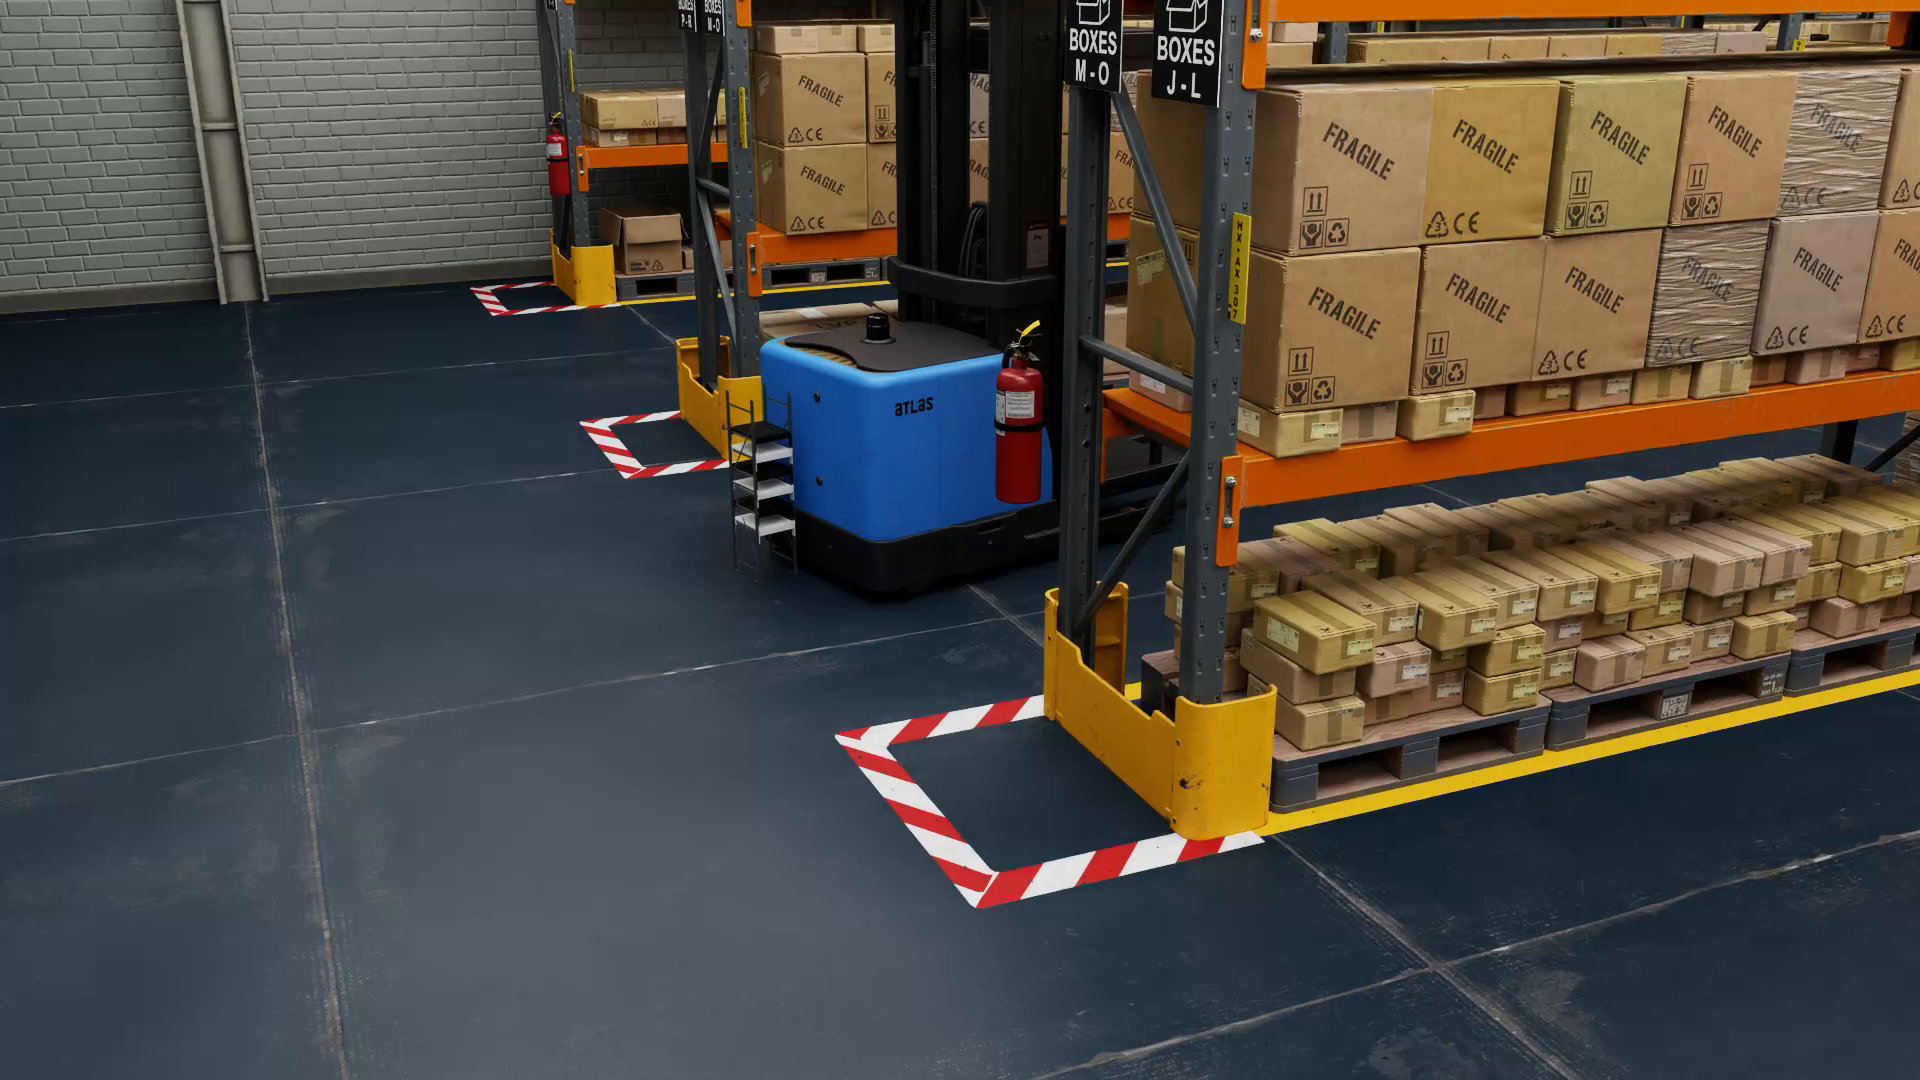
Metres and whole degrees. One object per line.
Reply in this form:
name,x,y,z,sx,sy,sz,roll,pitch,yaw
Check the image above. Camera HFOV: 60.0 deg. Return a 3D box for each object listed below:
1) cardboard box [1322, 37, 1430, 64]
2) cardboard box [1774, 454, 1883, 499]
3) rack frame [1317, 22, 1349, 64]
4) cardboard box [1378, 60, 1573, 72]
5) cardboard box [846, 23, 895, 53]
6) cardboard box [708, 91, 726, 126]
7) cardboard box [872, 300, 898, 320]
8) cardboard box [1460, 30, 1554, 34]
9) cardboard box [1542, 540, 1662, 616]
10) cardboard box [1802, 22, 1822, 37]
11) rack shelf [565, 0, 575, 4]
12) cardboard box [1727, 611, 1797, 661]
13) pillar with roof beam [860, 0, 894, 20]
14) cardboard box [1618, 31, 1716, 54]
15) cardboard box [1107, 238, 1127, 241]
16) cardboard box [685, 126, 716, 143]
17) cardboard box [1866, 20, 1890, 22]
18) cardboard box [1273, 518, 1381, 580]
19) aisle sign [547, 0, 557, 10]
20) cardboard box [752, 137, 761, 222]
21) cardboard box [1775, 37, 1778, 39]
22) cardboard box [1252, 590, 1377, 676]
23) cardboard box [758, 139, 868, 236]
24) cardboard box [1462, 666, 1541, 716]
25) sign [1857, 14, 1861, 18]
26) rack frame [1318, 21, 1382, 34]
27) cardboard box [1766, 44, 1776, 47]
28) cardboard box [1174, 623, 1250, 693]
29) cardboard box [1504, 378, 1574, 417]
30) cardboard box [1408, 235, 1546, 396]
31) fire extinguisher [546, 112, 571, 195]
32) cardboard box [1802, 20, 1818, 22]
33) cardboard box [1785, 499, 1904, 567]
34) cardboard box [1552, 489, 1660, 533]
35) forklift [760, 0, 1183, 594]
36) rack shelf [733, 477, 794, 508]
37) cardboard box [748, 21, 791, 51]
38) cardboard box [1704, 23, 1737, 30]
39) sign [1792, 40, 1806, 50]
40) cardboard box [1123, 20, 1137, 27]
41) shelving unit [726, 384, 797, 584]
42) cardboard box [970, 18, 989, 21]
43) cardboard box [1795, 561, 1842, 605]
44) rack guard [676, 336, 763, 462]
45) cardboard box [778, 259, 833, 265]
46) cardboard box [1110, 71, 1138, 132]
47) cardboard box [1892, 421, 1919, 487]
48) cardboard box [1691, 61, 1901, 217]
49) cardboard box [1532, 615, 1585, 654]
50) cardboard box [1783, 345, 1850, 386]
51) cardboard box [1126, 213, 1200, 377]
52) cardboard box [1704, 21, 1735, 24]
cardboard box,2.766,-3.091,11.127,0.500,0.500,0.500,-8,21,-21
cardboard box,3.903,-0.257,7.501,0.250,0.149,0.380,-7,21,-20
rack frame,2.248,-2.602,11.395,0.127,3.000,1.000,-8,21,-22
cardboard box,1.889,-1.512,6.197,0.500,0.500,0.500,-7,21,-19
cardboard box,-0.493,-2.918,9.660,0.250,0.149,0.380,-7,21,-20
cardboard box,-1.944,-3.770,14.490,0.500,0.250,0.500,-9,21,-23
cardboard box,-0.021,-1.305,10.938,0.875,0.438,0.875,-8,21,-20
cardboard box,3.974,-3.460,12.175,0.500,0.500,0.500,-8,21,-21
cardboard box,2.445,0.142,6.366,0.250,0.149,0.380,-8,21,-21
cardboard box,9.645,-5.872,19.107,0.250,0.149,0.380,-8,21,-21
rack shelf,-1.558,-4.927,14.566,4.000,0.370,1.077,-8,21,-22
cardboard box,3.126,0.333,6.721,0.250,0.149,0.380,-8,21,-22
pillar with roof beam,0.987,-5.815,11.488,0.400,9.000,9.100,-8,21,-22
cardboard box,5.082,-3.429,12.088,0.500,0.500,0.500,-8,21,-21
cardboard box,1.297,-3.202,16.231,0.500,0.500,0.500,-8,21,-23
cardboard box,-2.285,-3.537,14.429,0.250,0.149,0.380,-7,21,-20
cardboard box,10.837,-6.034,19.567,0.250,0.149,0.380,-8,21,-22
cardboard box,1.455,0.051,6.624,0.250,0.149,0.380,-9,21,-23
aisle sign,-3.341,-4.716,13.486,0.004,0.787,0.394,-8,21,-22
cardboard box,-1.087,-2.267,10.293,0.500,0.500,0.500,-8,21,-22
cardboard box,9.208,-5.642,18.901,0.250,0.149,0.380,-9,21,-24
cardboard box,1.244,0.321,5.857,0.250,0.149,0.380,-9,21,-24
cardboard box,-0.870,-2.098,9.814,0.500,0.500,0.500,-8,21,-22
cardboard box,1.948,0.502,6.241,0.250,0.149,0.380,-8,21,-21
sign,11.083,-6.309,20.502,0.005,0.325,0.100,-8,21,-22
rack frame,3.951,-4.641,17.187,0.127,3.000,1.000,-8,21,-22
cardboard box,6.228,-3.658,13.164,0.500,0.500,0.500,-9,21,-23
cardboard box,1.029,0.434,6.432,0.250,0.149,0.380,-8,21,-21
cardboard box,1.984,-0.573,6.010,0.250,0.149,0.380,-8,21,-22
cardboard box,1.632,-0.820,5.735,0.500,0.500,0.500,-8,21,-22
fire extinguisher,-3.346,-3.216,13.817,0.183,0.674,0.296,-8,21,-22
cardboard box,9.948,-6.074,19.682,0.250,0.149,0.380,-7,21,-20
cardboard box,3.633,-0.033,6.863,0.250,0.149,0.380,-8,21,-22
cardboard box,2.700,-0.080,6.997,0.250,0.149,0.380,-9,21,-24
forklift,0.493,-1.510,8.398,3.031,2.935,1.130,-15,24,-35
rack shelf,-0.945,-0.238,7.943,0.200,0.077,0.258,-15,24,-36
cardboard box,-1.175,-3.009,9.917,0.250,0.149,0.380,-8,21,-21
cardboard box,8.469,-5.710,18.649,0.250,0.149,0.380,-9,21,-23
sign,6.144,-3.505,12.217,0.005,0.325,0.100,-8,21,-22
cardboard box,0.892,-3.140,10.291,0.250,0.149,0.380,-9,21,-23
shelving unit,-0.945,-0.269,7.932,0.210,0.900,0.258,-15,24,-36
cardboard box,0.224,-3.222,10.523,0.250,0.149,0.380,-7,21,-20
cardboard box,3.387,0.122,6.871,0.250,0.149,0.380,-8,21,-21
rack guard,-1.447,-0.893,10.306,0.348,0.500,1.175,-8,21,-22
cardboard box,-1.470,-2.799,15.086,0.500,0.500,0.500,-8,21,-21
cardboard box,0.991,-2.840,10.416,0.500,0.500,0.500,-8,21,-21
cardboard box,4.881,-0.299,7.985,0.500,0.500,0.500,-9,21,-23
cardboard box,3.029,-1.488,6.127,0.500,0.500,0.500,-8,21,-21
cardboard box,2.160,0.294,6.383,0.250,0.149,0.380,-9,21,-25
cardboard box,3.186,-0.723,6.436,0.250,0.149,0.380,-9,21,-24
cardboard box,0.939,-0.904,5.976,0.500,0.500,0.500,-8,21,-21
cardboard box,8.733,-5.934,19.284,0.250,0.149,0.380,-9,21,-23
